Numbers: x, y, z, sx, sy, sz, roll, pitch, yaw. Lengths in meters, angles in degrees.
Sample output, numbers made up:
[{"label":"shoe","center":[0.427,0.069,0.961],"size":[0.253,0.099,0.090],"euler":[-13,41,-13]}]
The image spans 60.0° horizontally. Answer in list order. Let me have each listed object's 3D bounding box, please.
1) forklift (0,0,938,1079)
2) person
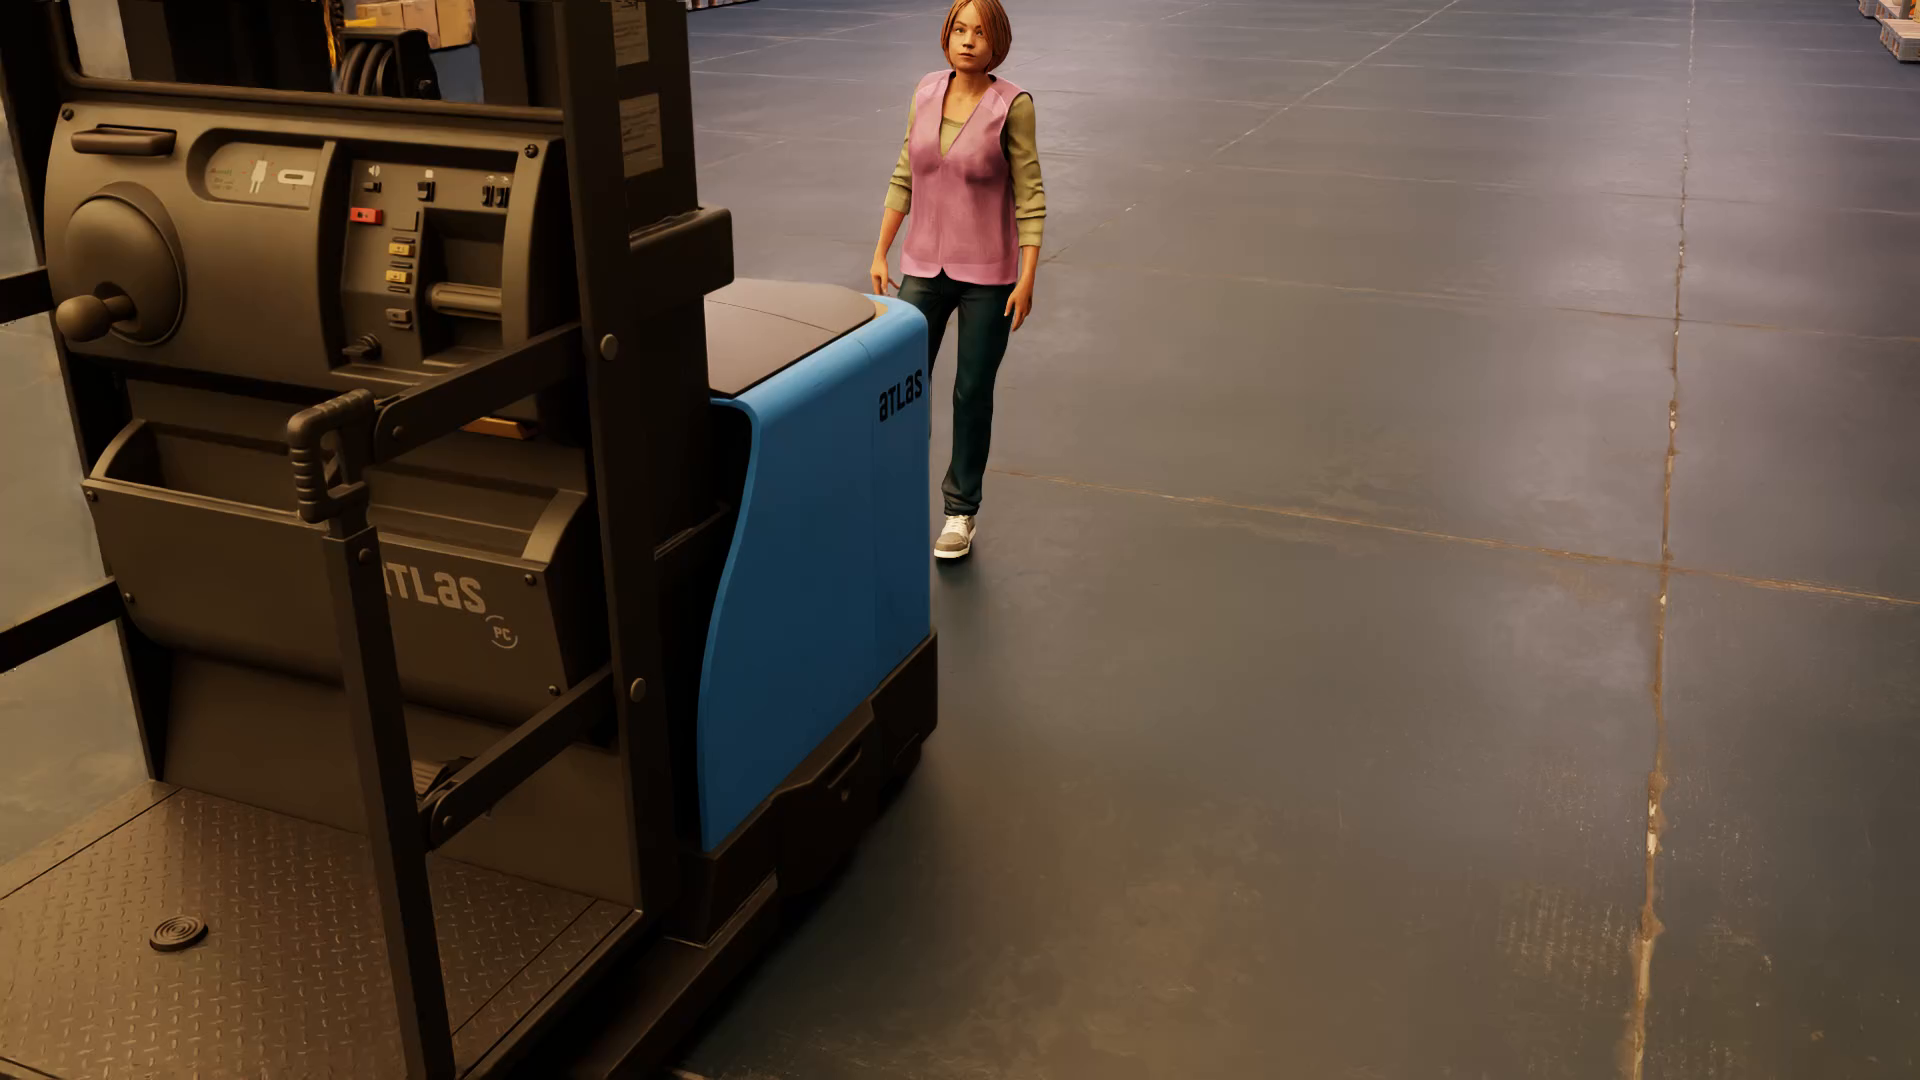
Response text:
[{"label":"forklift","center":[-1.091,-0.424,2.306],"size":[1.130,2.935,3.031],"euler":[9,24,21]},{"label":"person","center":[-0.041,-0.719,4.723],"size":[0.521,1.599,0.473],"euler":[9,24,21]}]
